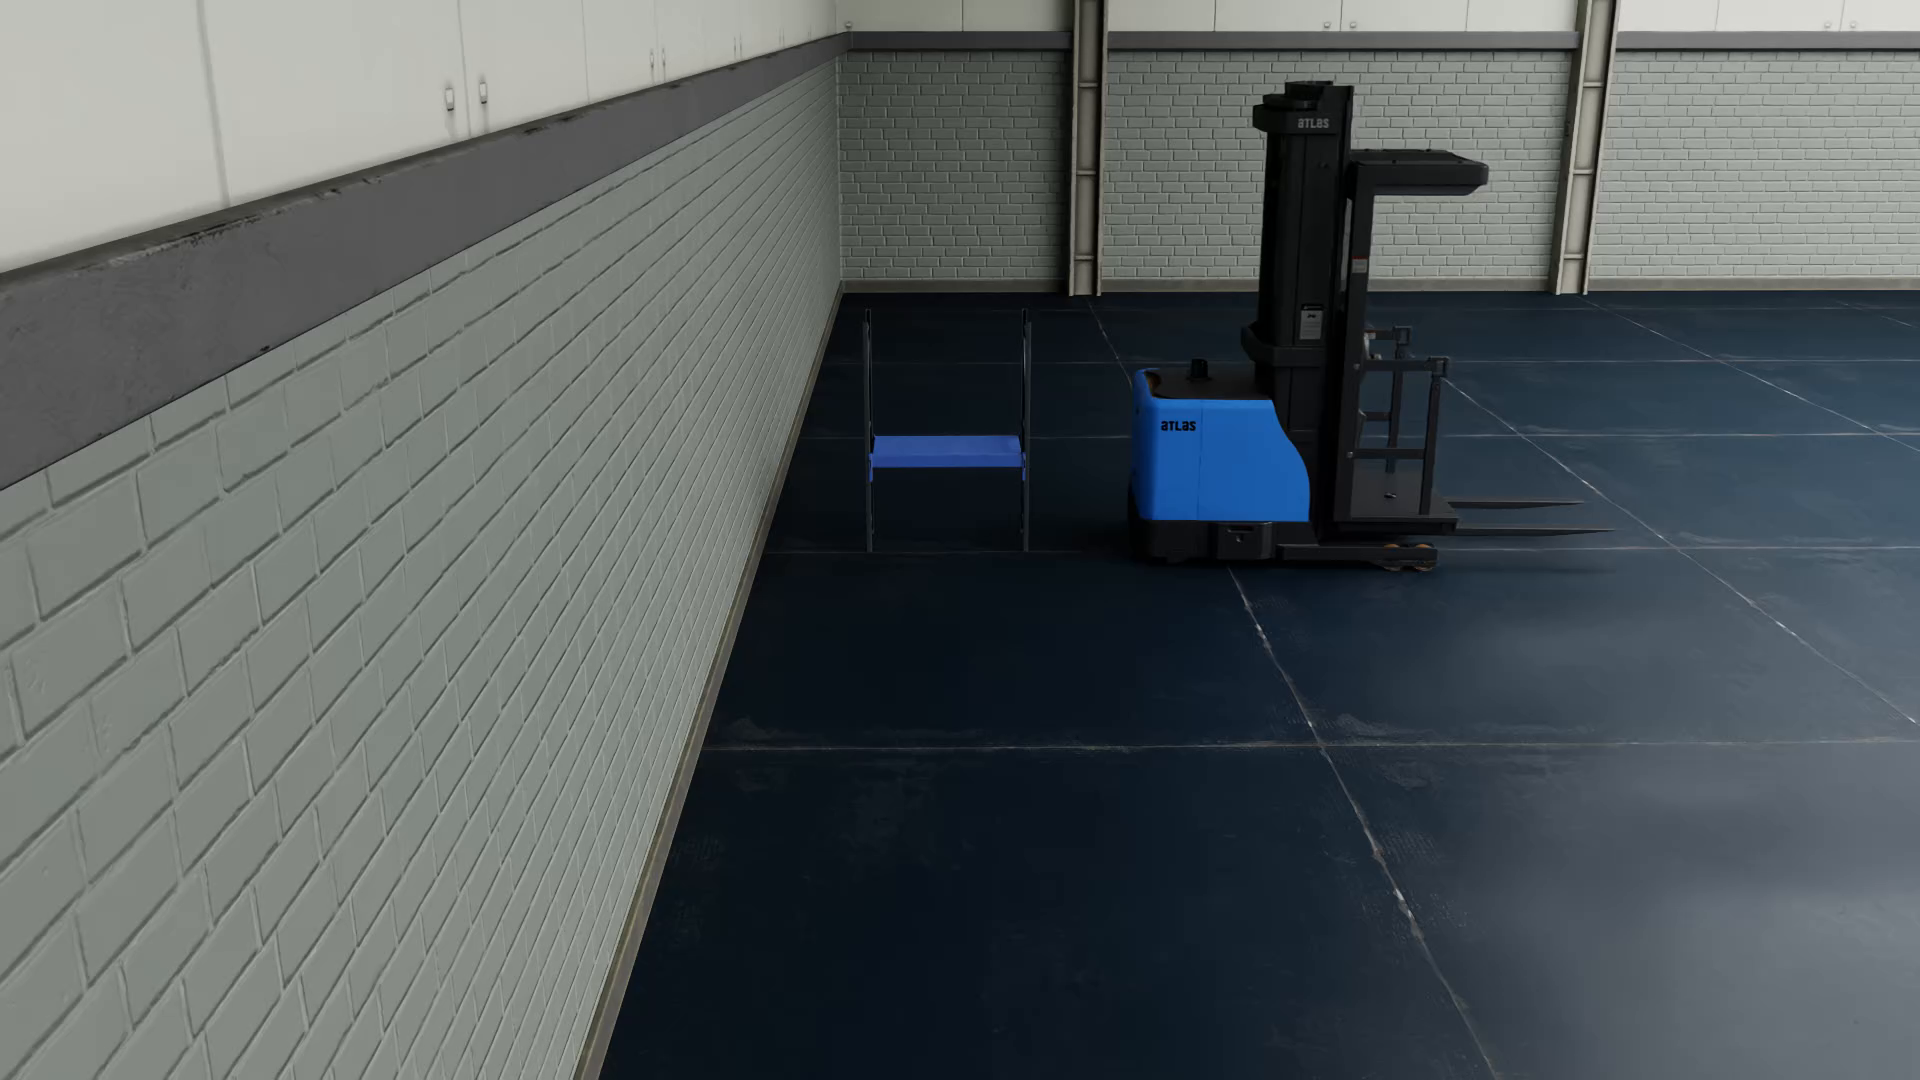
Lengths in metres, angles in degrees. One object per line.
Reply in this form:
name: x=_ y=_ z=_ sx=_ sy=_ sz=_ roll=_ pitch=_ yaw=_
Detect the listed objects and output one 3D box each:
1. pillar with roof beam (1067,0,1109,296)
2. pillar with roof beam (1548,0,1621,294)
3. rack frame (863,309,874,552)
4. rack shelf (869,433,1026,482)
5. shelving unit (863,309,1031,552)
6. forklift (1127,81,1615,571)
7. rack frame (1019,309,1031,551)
pillar with roof beam: x=1.595 y=-6.012 z=15.055 sx=0.400 sy=9.000 sz=9.100 roll=0 pitch=18 yaw=-1
pillar with roof beam: x=7.594 y=-6.040 z=15.146 sx=0.400 sy=9.000 sz=9.100 roll=0 pitch=18 yaw=-1
rack frame: x=-0.594 y=-0.711 z=10.810 sx=0.032 sy=1.500 sz=0.500 roll=0 pitch=18 yaw=-1
rack shelf: x=-0.085 y=-0.542 z=10.872 sx=1.000 sy=0.185 sz=0.538 roll=0 pitch=18 yaw=-1
shelving unit: x=-0.085 y=-0.714 z=10.817 sx=1.048 sy=1.500 sz=0.538 roll=0 pitch=18 yaw=-1
forklift: x=2.645 y=-1.366 z=10.506 sx=3.031 sy=2.935 sz=1.130 roll=1 pitch=18 yaw=2
rack frame: x=0.423 y=-0.716 z=10.825 sx=0.032 sy=1.500 sz=0.500 roll=0 pitch=18 yaw=-1
